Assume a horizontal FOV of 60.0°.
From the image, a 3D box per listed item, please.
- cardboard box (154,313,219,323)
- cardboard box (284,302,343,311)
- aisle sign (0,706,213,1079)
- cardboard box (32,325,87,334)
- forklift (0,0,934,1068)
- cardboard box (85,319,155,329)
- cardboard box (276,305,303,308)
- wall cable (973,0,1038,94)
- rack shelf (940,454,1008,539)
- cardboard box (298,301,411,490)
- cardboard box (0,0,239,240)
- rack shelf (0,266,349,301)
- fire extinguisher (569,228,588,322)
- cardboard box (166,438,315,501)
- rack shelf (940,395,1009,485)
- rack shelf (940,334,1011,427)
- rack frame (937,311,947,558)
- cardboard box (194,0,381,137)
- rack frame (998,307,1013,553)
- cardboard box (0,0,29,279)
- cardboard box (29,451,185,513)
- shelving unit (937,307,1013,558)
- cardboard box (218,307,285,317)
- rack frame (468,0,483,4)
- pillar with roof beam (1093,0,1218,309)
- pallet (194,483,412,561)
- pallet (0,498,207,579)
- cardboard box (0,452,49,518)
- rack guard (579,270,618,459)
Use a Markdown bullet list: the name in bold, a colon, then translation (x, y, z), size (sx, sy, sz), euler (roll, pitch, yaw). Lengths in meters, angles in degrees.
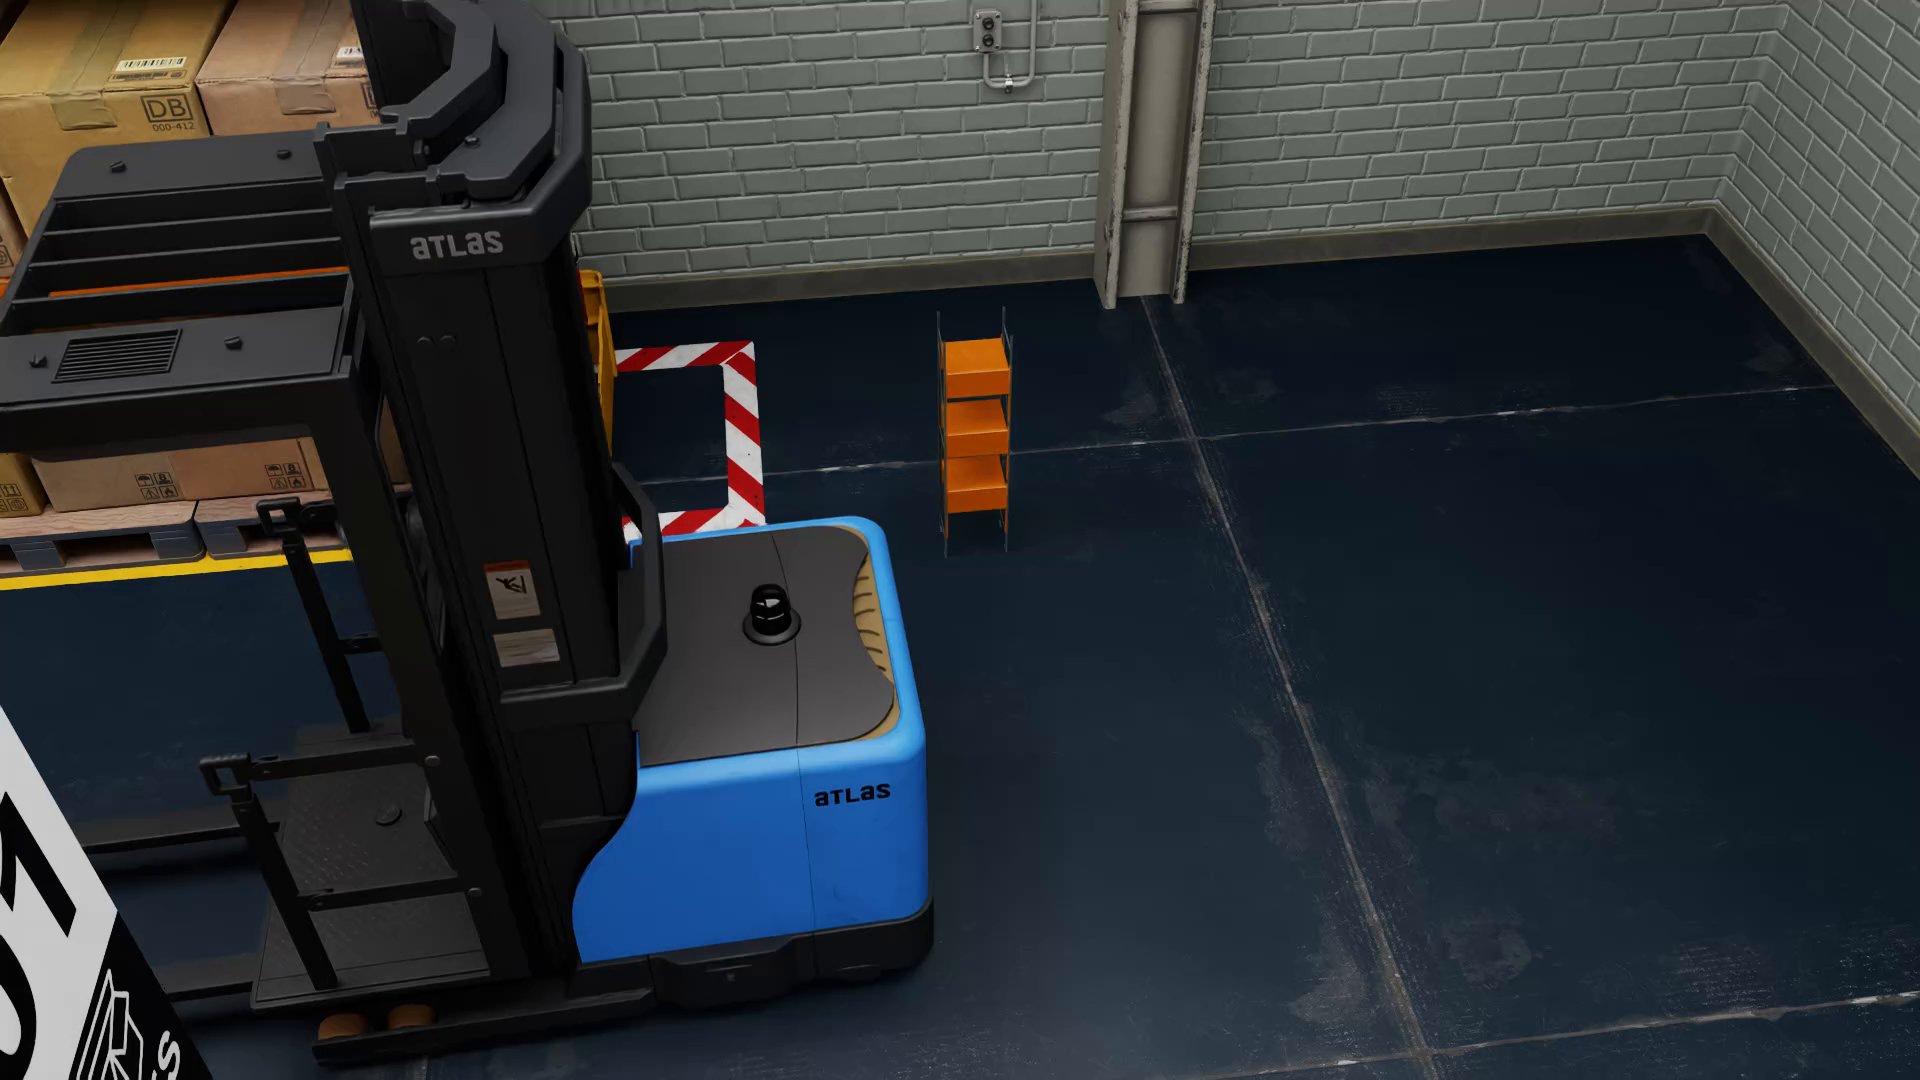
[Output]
- **cardboard box**: translation (-3.030, -0.953, 6.635), size (0.250, 0.149, 0.380), euler (-5, 42, -5)
- **cardboard box**: translation (-2.481, -0.743, 6.402), size (0.250, 0.149, 0.380), euler (-5, 42, -6)
- **aisle sign**: translation (-1.021, 0.590, 1.916), size (0.004, 0.787, 0.394), euler (-5, 42, -6)
- **cardboard box**: translation (-3.536, -0.907, 6.585), size (0.250, 0.149, 0.380), euler (-5, 42, -5)
- **forklift**: translation (-1.647, 0.103, 4.447), size (3.031, 2.935, 1.130), euler (-6, 42, -7)
- **cardboard box**: translation (-3.282, -0.930, 6.610), size (0.250, 0.149, 0.380), euler (-4, 42, -5)
- **cardboard box**: translation (-2.781, -0.974, 6.659), size (0.250, 0.149, 0.380), euler (-5, 42, -5)
- **wall cable**: translation (-0.549, -2.650, 6.690), size (1.851, 1.984, 0.084), euler (-5, 42, -6)
- **rack shelf**: translation (0.053, -0.180, 6.597), size (0.240, 0.259, 0.215), euler (-5, 42, -6)
- **cardboard box**: translation (-2.377, -0.634, 6.766), size (0.500, 0.500, 0.700), euler (-5, 42, -6)
- **cardboard box**: translation (-2.920, -1.523, 5.975), size (0.700, 0.700, 0.980), euler (-5, 42, -6)
- **rack shelf**: translation (-3.679, -1.093, 6.259), size (4.000, 0.370, 1.077), euler (-5, 42, -6)
- **fire extinguisher**: translation (-1.487, -1.073, 6.036), size (0.183, 0.674, 0.296), euler (-5, 42, -6)
- **cardboard box**: translation (-2.873, -0.590, 6.718), size (0.500, 0.500, 0.700), euler (-5, 42, -6)
- **rack shelf**: translation (0.053, -0.387, 6.411), size (0.240, 0.259, 0.215), euler (-5, 42, -6)
- **rack shelf**: translation (0.053, -0.597, 6.221), size (0.240, 0.259, 0.215), euler (-5, 42, -6)
- **rack frame**: translation (-0.068, -0.384, 6.392), size (0.008, 1.050, 0.200), euler (-5, 42, -6)
- **cardboard box**: translation (-2.200, -1.594, 6.054), size (0.700, 0.700, 0.980), euler (-3, 42, -4)
- **rack frame**: translation (0.174, -0.405, 6.415), size (0.008, 1.050, 0.200), euler (-5, 42, -6)
- **cardboard box**: translation (-3.678, -1.463, 5.909), size (0.700, 0.700, 0.980), euler (-7, 43, -8)
- **cardboard box**: translation (-3.372, -0.546, 6.669), size (0.500, 0.500, 0.700), euler (-6, 42, -7)
- **shelving unit**: translation (0.053, -0.394, 6.404), size (0.252, 1.050, 0.215), euler (-5, 42, -6)
- **cardboard box**: translation (-2.734, -0.720, 6.377), size (0.250, 0.149, 0.380), euler (-4, 42, -4)
- **rack frame**: translation (-1.696, -1.533, 6.210), size (0.127, 3.000, 1.000), euler (-5, 42, -6)
- **pillar with roof beam**: translation (1.427, -1.711, 1.928), size (0.400, 9.000, 9.100), euler (-5, 42, -6)
- **pallet**: translation (-2.479, -0.376, 7.010), size (1.213, 0.211, 1.003), euler (-5, 42, -6)
- **pallet**: translation (-3.686, -0.273, 6.895), size (1.213, 0.211, 1.003), euler (-5, 42, -6)
- **cardboard box**: translation (-3.900, -0.495, 6.612), size (0.500, 0.500, 0.700), euler (-4, 42, -5)
- **rack guard**: translation (-1.672, -0.607, 7.050), size (0.348, 0.500, 1.175), euler (-5, 42, -6)
